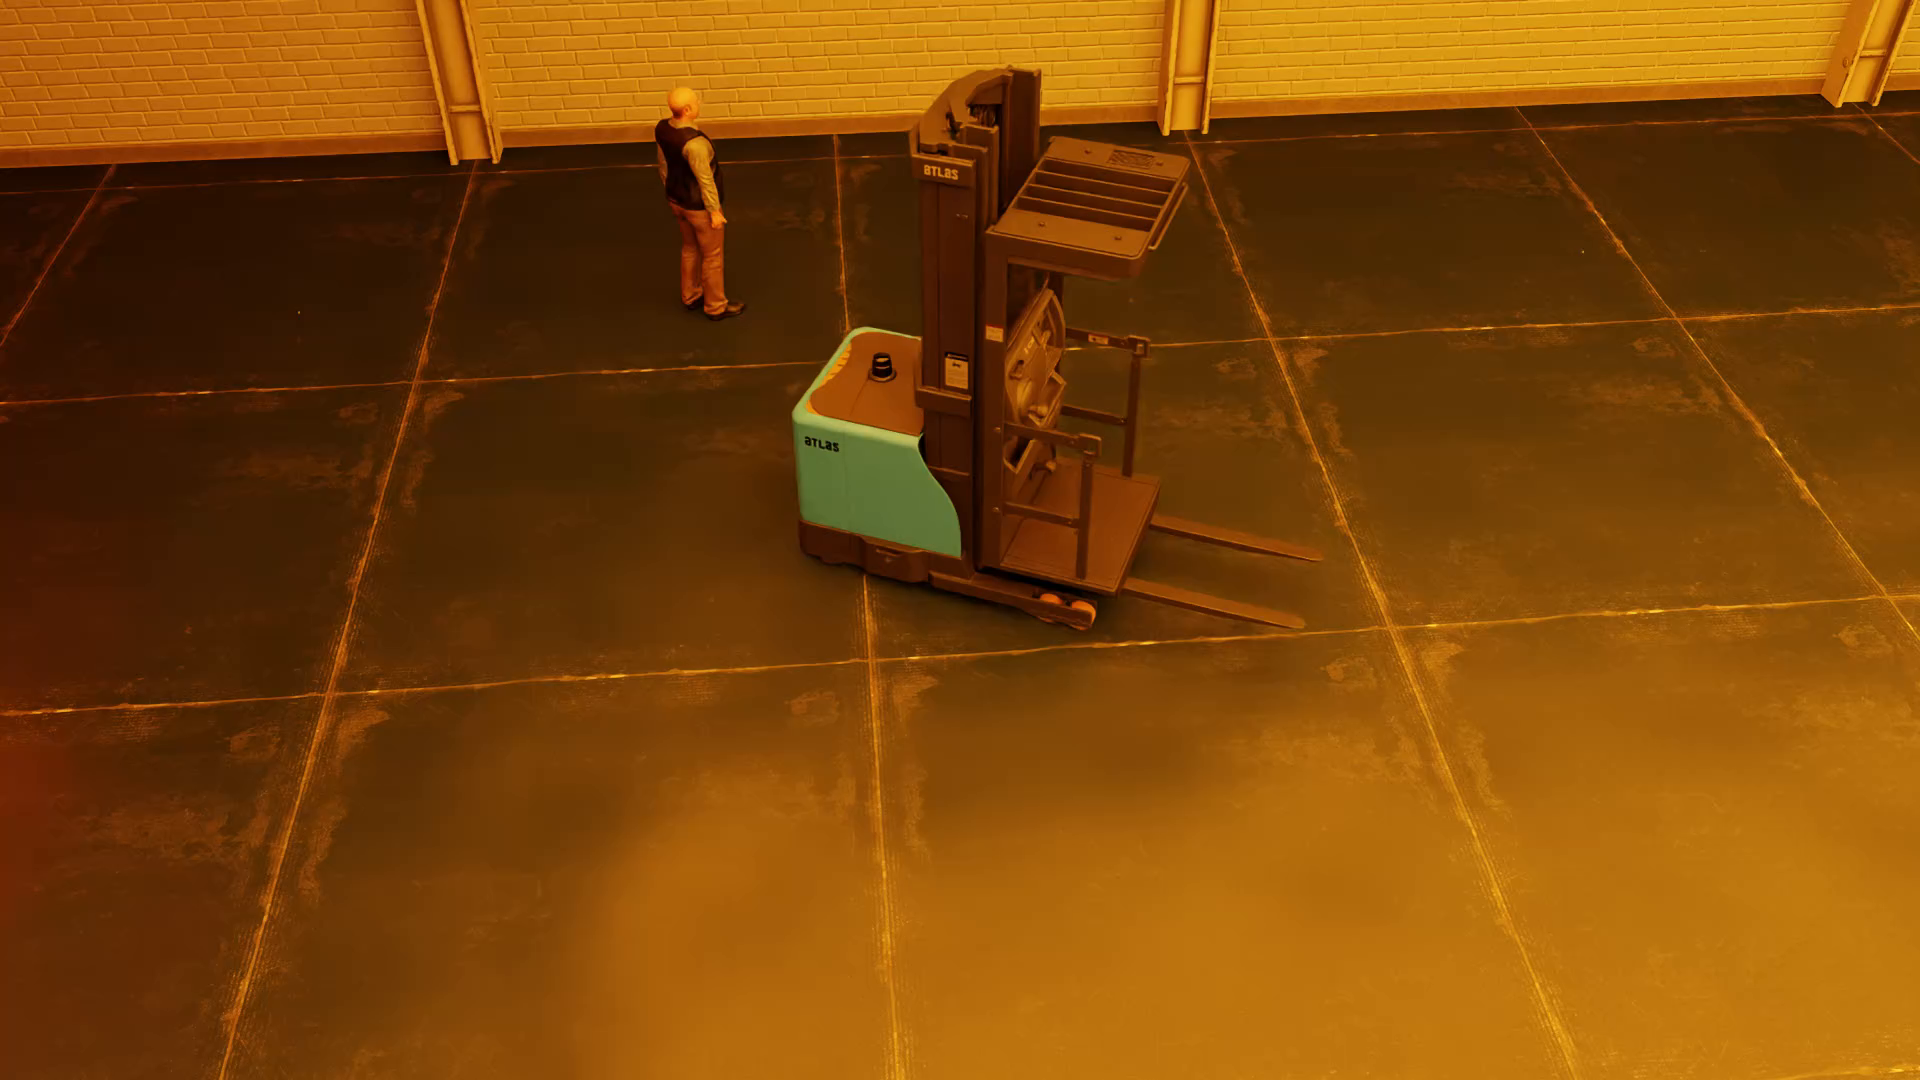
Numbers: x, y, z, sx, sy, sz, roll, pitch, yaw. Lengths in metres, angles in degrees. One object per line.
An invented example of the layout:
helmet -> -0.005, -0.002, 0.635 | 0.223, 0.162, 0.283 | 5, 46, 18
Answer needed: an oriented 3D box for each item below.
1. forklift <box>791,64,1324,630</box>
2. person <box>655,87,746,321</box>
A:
forklift -> 0.600, -0.988, 9.093 | 3.031, 2.935, 1.130 | 13, 42, 15
person -> -1.832, -2.361, 11.630 | 0.375, 1.725, 0.555 | -33, 50, -32
